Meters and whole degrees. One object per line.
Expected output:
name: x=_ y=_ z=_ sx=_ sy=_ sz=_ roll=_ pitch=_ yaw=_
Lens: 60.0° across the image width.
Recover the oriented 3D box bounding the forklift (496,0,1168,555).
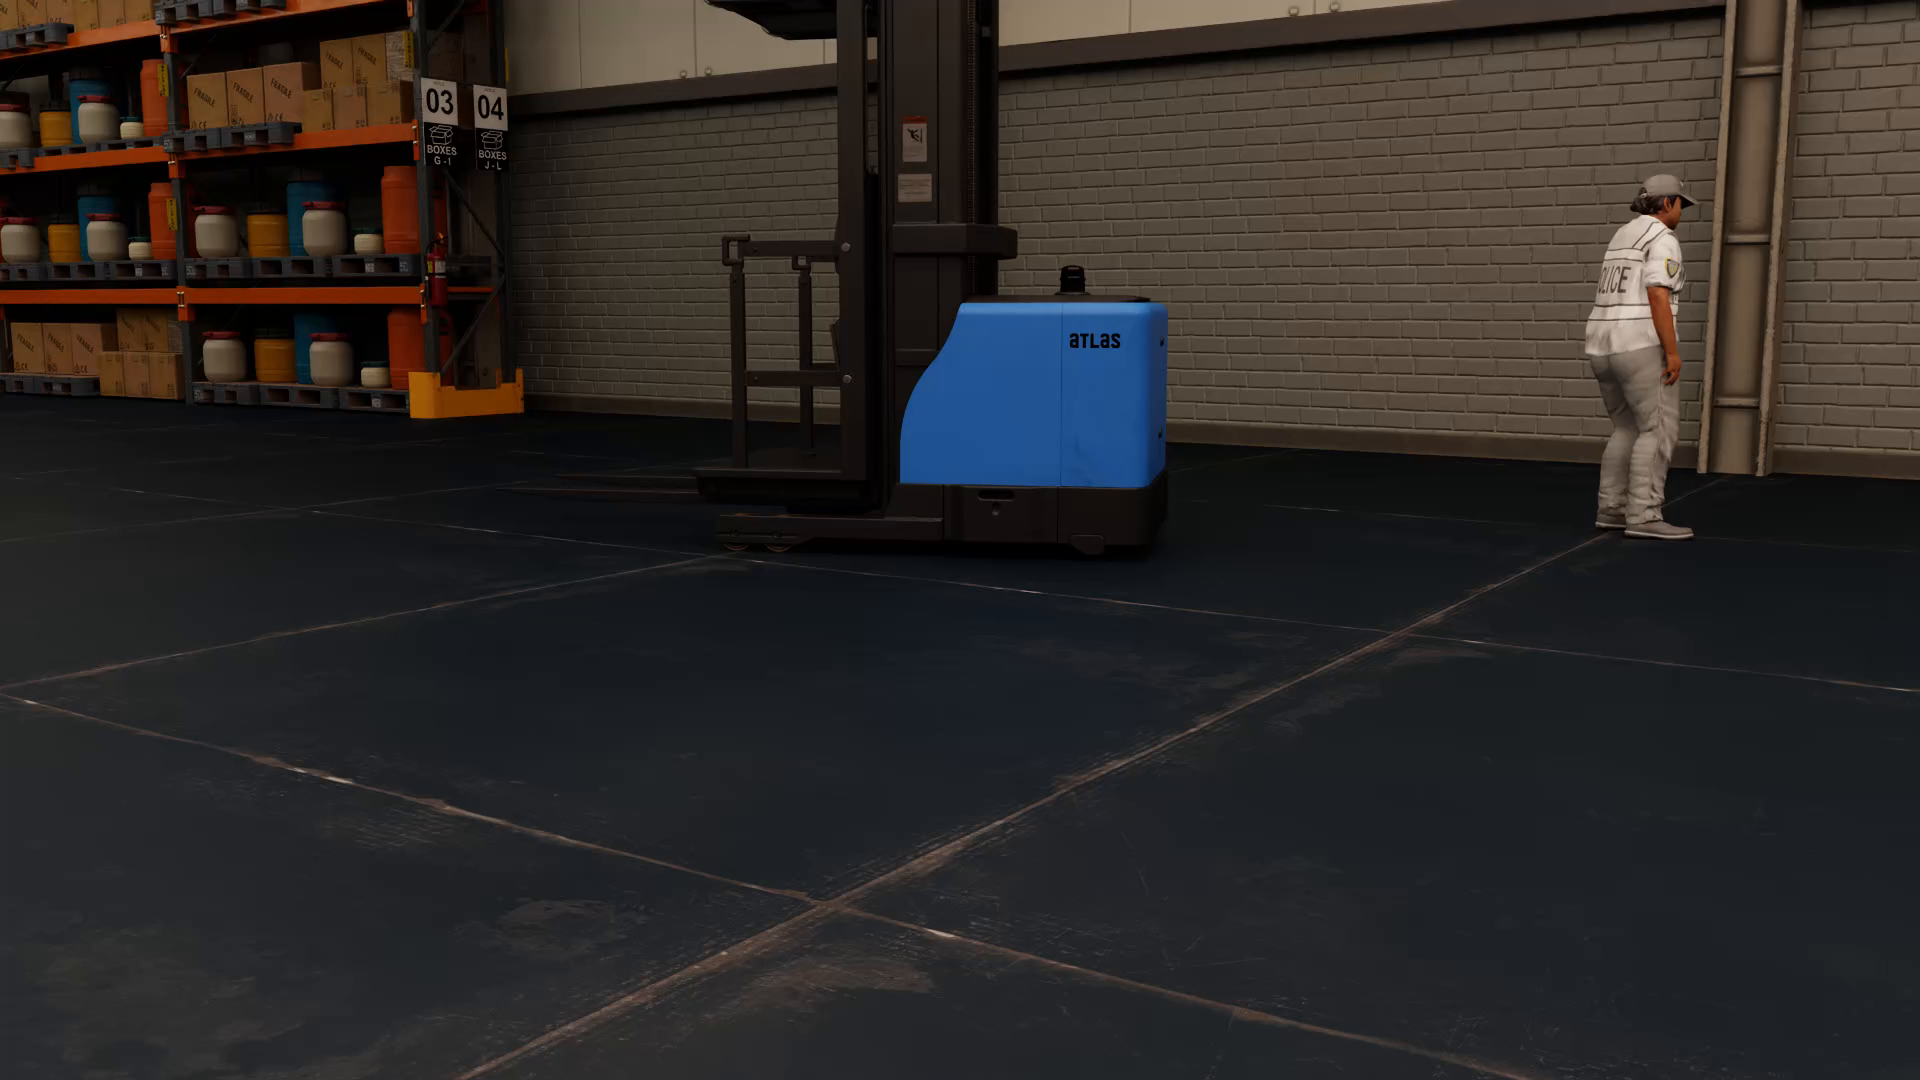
forklift: x=-0.596 y=-1.469 z=7.520 sx=3.031 sy=2.935 sz=1.130 roll=2 pitch=8 yaw=12

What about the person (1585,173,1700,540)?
person: x=3.184 y=-0.857 z=7.726 sx=0.468 sy=1.665 sz=0.559 roll=-1 pitch=8 yaw=-6
